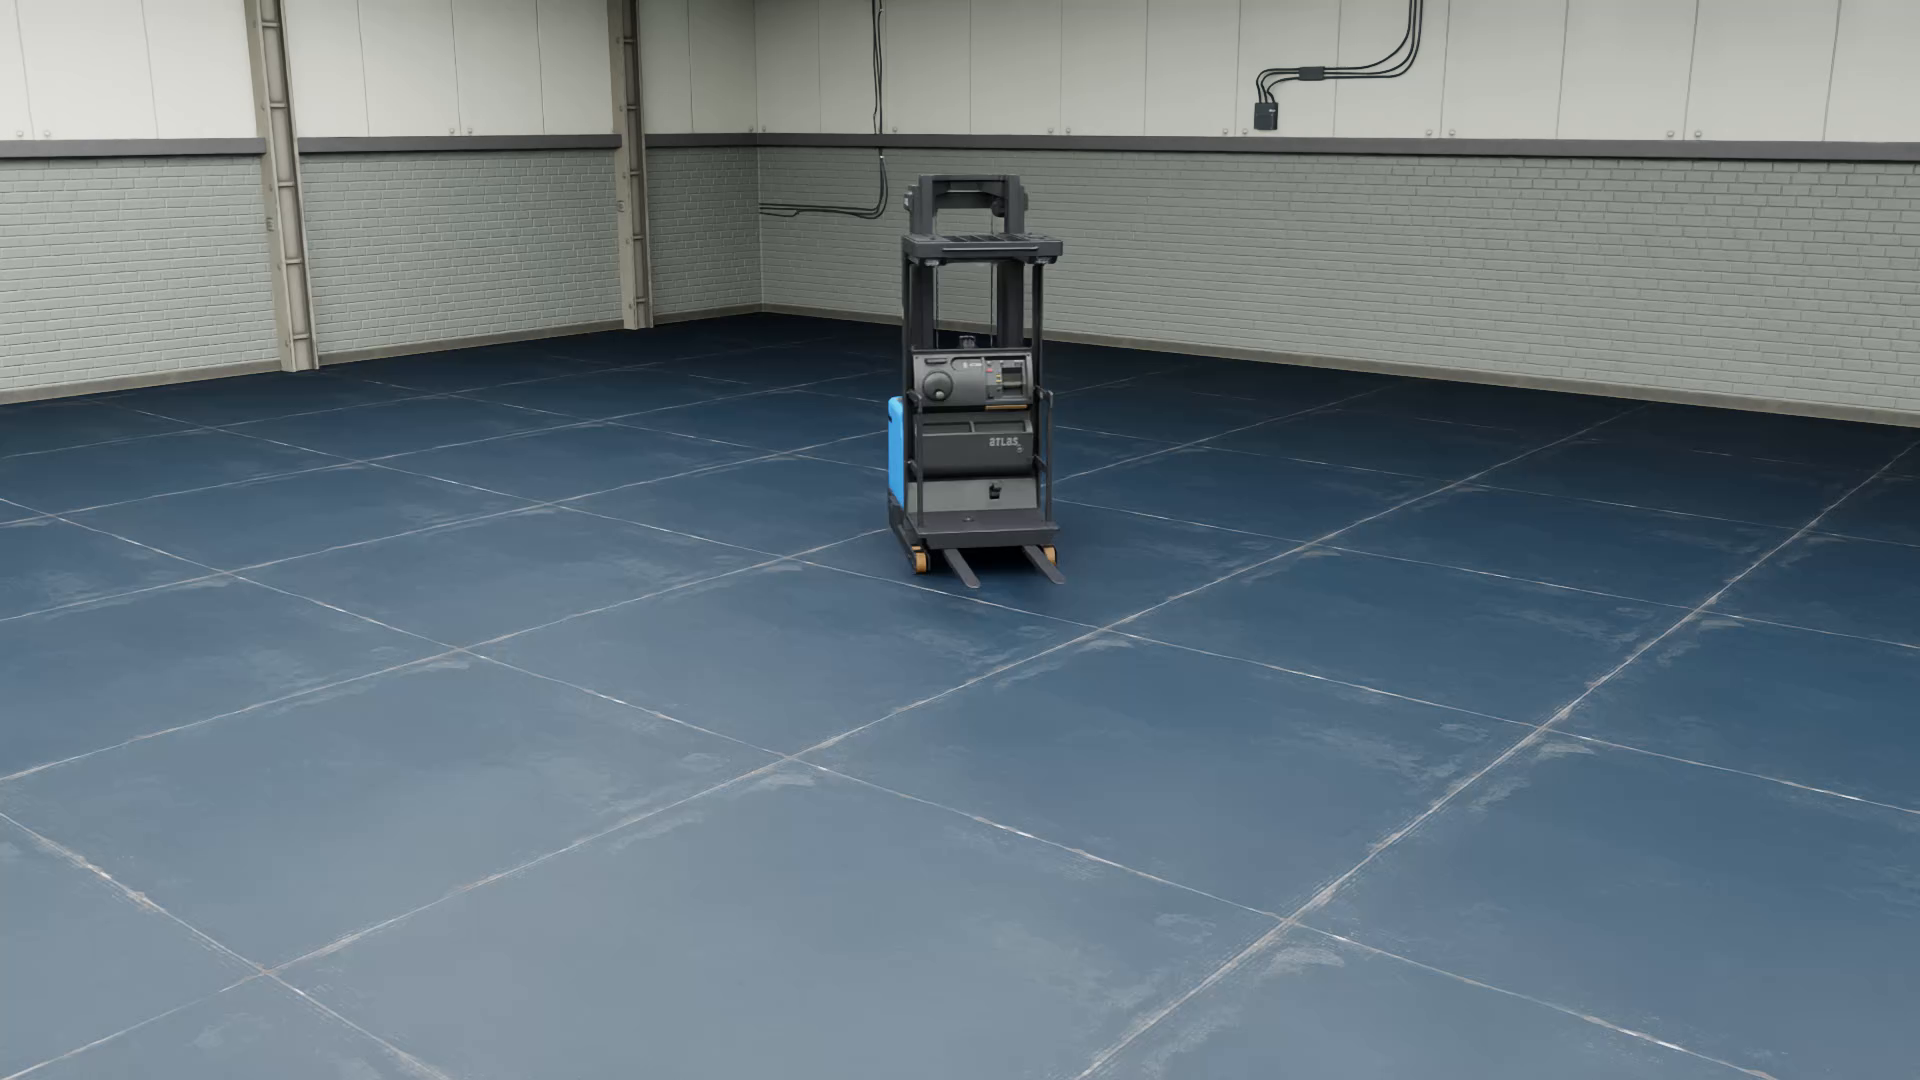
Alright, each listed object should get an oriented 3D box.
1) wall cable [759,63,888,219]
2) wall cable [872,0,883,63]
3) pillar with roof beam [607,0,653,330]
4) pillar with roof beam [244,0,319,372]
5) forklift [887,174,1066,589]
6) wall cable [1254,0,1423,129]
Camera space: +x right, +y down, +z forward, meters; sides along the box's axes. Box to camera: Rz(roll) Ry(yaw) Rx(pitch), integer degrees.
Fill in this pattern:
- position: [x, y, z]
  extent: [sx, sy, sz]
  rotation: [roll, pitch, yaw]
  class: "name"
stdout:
- position: [-2.415, -6.708, 28.060]
  extent: [3.097, 2.526, 0.112]
  rotation: [11, 18, 38]
  class: "wall cable"
- position: [-0.311, -8.737, 25.790]
  extent: [3.097, 2.526, 0.112]
  rotation: [11, 18, 38]
  class: "wall cable"
- position: [-1.946, -7.188, 23.640]
  extent: [9.100, 9.000, 0.400]
  rotation: [11, 18, 38]
  class: "pillar with roof beam"
- position: [-5.717, -6.039, 19.117]
  extent: [9.100, 9.000, 0.400]
  rotation: [11, 18, 38]
  class: "pillar with roof beam"
- position: [0.141, -1.257, 12.619]
  extent: [1.130, 2.935, 3.031]
  rotation: [-2, 14, -10]
  class: "forklift"
- position: [4.959, -8.389, 21.464]
  extent: [2.305, 6.003, 0.169]
  rotation: [11, 18, 38]
  class: "wall cable"
